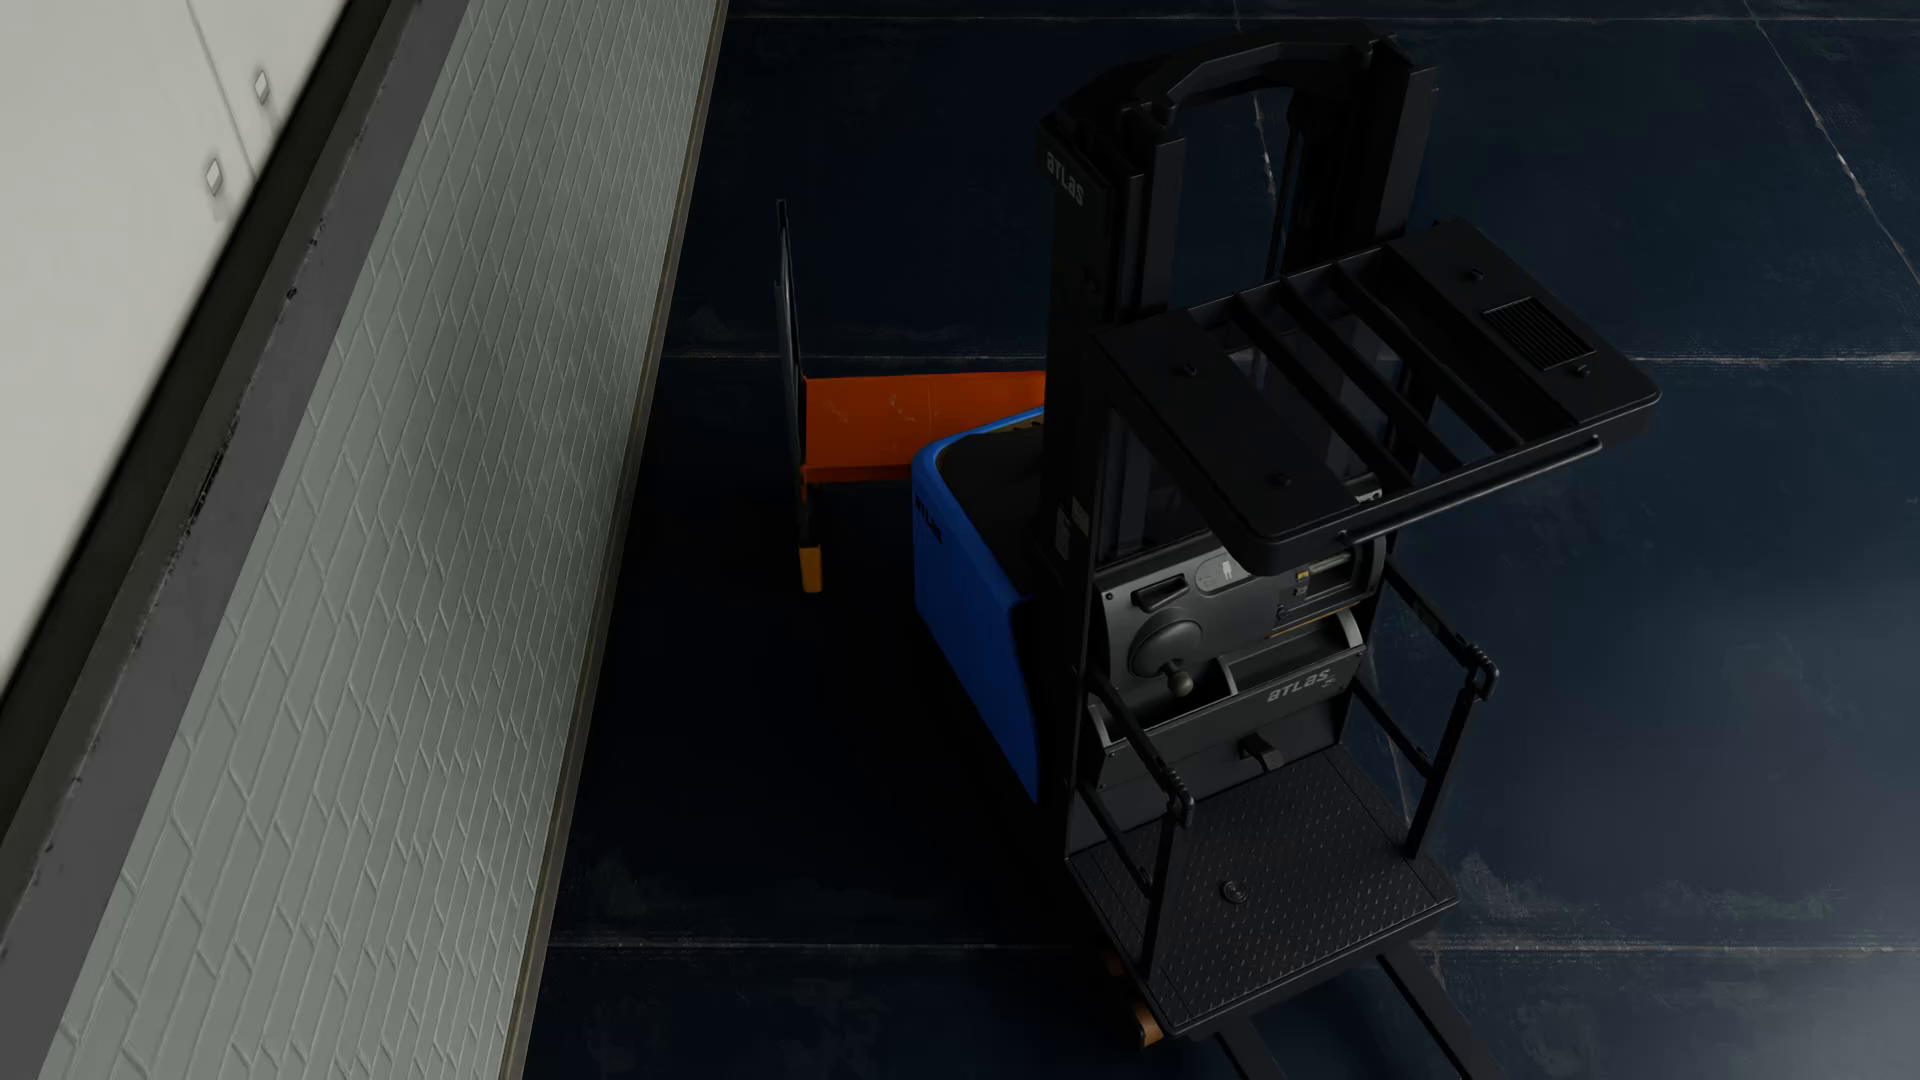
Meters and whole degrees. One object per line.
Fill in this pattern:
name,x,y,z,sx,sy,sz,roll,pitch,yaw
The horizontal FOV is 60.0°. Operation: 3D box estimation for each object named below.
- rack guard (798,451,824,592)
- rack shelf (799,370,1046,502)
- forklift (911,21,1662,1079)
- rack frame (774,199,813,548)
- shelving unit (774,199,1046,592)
rack guard,-0.602,-0.093,6.746,0.087,0.250,0.587,-2,47,-2
rack shelf,-0.114,-0.415,6.438,1.000,0.185,0.538,-2,47,-2
forklift,0.909,0.242,4.604,1.130,2.935,3.031,-19,50,-17
rack frame,-0.621,-0.518,6.288,0.032,1.500,0.500,-2,47,-2
shelving unit,-0.105,-0.538,6.307,1.083,1.500,0.587,-2,47,-2
